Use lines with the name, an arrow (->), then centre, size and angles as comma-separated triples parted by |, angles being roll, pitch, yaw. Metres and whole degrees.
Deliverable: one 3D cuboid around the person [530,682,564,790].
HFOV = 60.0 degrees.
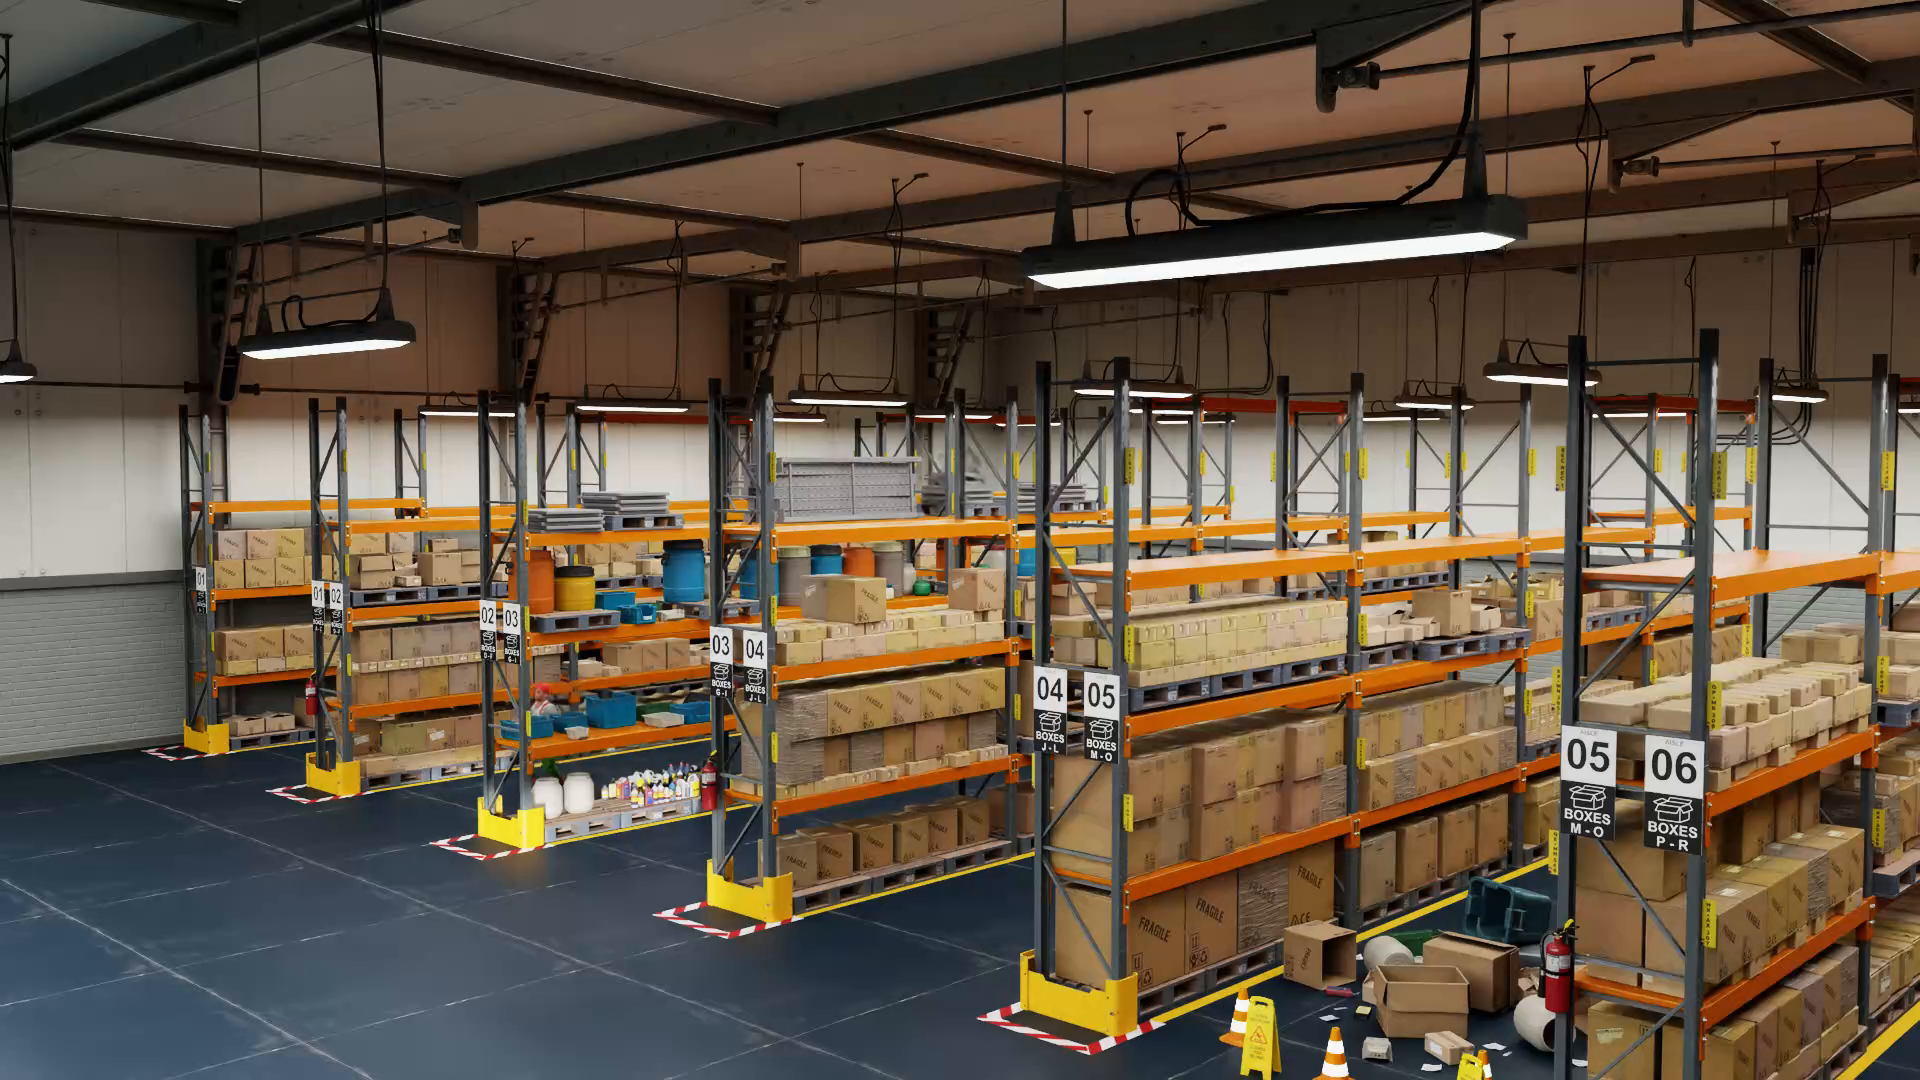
person -> -6.117, 2.991, 24.263 | 0.643, 1.846, 0.774 | 2, 4, 37
